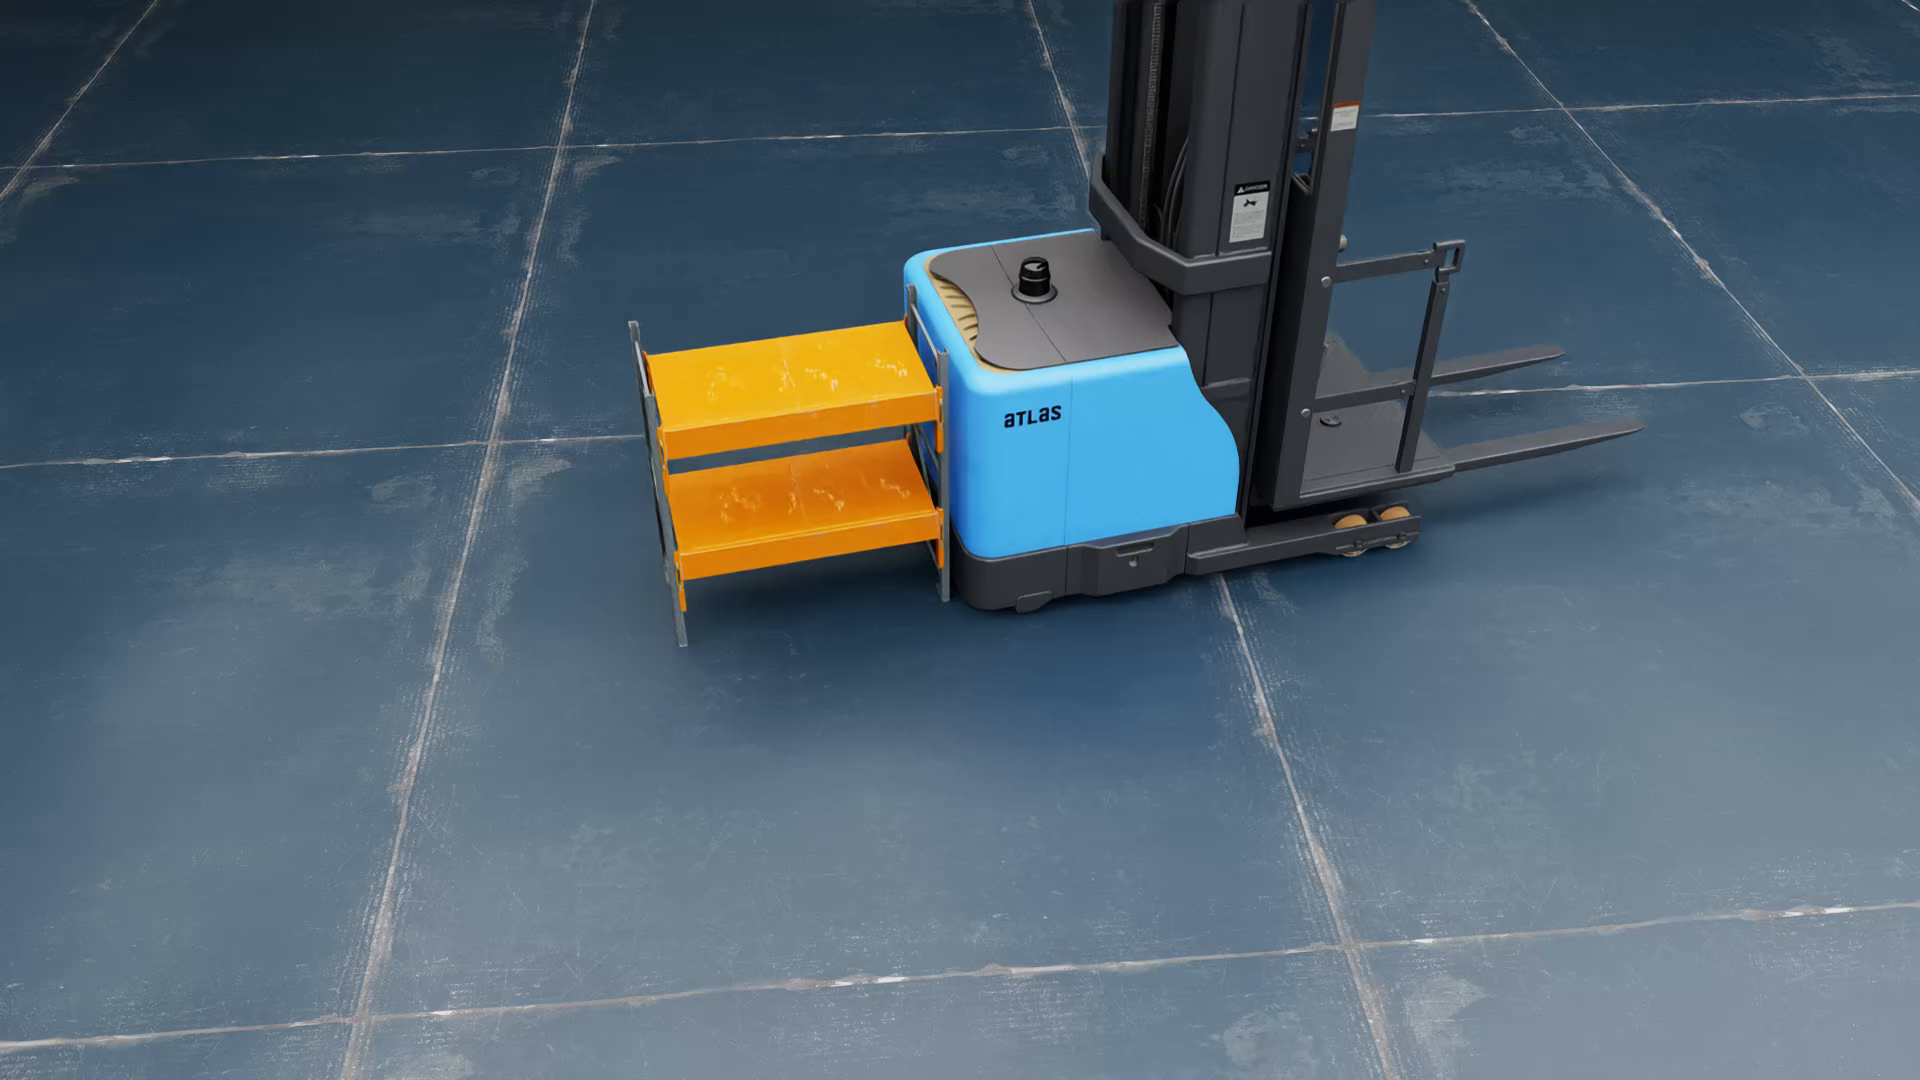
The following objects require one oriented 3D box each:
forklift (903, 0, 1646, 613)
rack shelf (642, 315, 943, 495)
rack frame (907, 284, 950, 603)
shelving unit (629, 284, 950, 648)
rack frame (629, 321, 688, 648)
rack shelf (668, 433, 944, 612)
[{"bbox_3d":[1.343,-1.389,6.144,3.031,2.935,1.130,-10,39,-13],"label":"forklift"},{"bbox_3d":[-0.609,-0.500,6.003,1.000,0.278,0.538,-9,39,-12],"label":"rack shelf"},{"bbox_3d":[-0.118,-0.351,6.287,0.032,1.125,0.500,-9,39,-12],"label":"rack frame"},{"bbox_3d":[-0.609,-0.270,6.184,1.048,1.125,0.538,-9,39,-12],"label":"shelving unit"},{"bbox_3d":[-1.101,-0.188,6.081,0.032,1.125,0.500,-9,39,-12],"label":"rack frame"},{"bbox_3d":[-0.609,-0.078,6.335,1.000,0.278,0.538,-9,39,-12],"label":"rack shelf"}]
